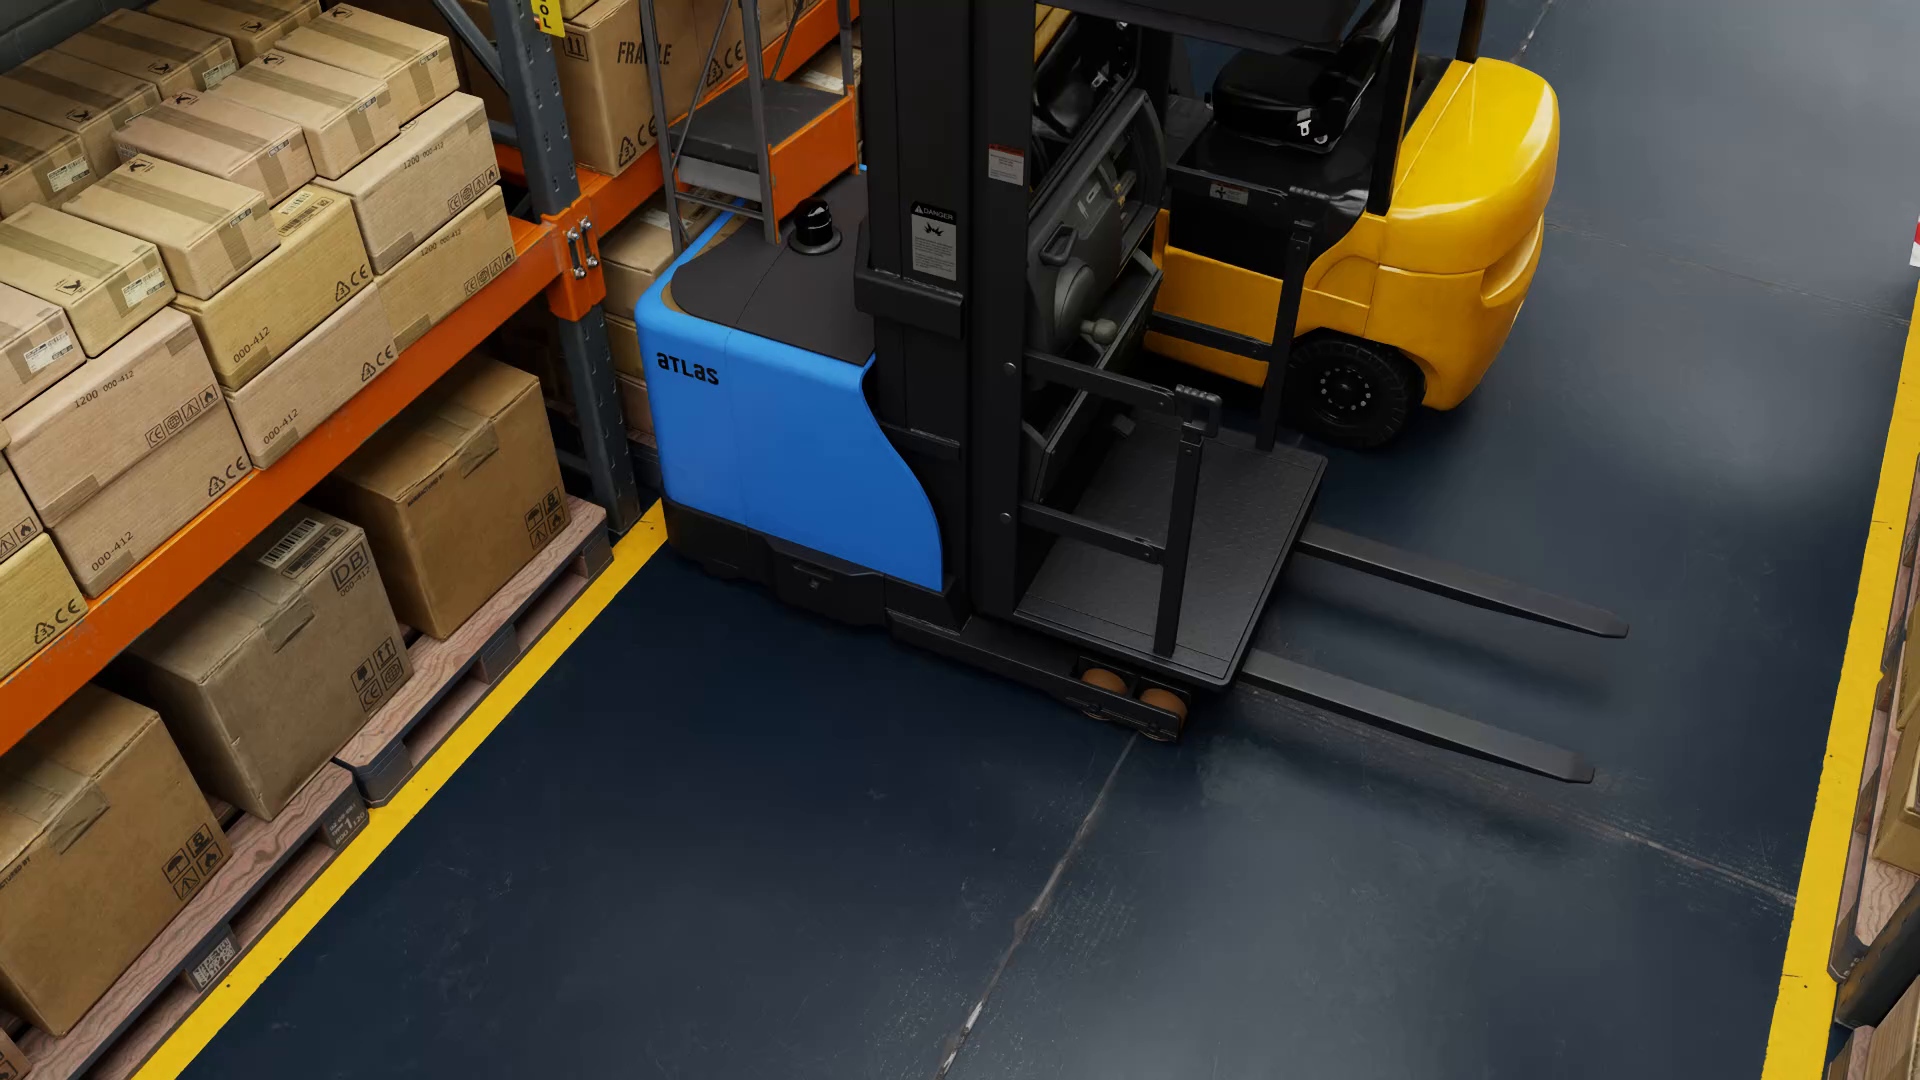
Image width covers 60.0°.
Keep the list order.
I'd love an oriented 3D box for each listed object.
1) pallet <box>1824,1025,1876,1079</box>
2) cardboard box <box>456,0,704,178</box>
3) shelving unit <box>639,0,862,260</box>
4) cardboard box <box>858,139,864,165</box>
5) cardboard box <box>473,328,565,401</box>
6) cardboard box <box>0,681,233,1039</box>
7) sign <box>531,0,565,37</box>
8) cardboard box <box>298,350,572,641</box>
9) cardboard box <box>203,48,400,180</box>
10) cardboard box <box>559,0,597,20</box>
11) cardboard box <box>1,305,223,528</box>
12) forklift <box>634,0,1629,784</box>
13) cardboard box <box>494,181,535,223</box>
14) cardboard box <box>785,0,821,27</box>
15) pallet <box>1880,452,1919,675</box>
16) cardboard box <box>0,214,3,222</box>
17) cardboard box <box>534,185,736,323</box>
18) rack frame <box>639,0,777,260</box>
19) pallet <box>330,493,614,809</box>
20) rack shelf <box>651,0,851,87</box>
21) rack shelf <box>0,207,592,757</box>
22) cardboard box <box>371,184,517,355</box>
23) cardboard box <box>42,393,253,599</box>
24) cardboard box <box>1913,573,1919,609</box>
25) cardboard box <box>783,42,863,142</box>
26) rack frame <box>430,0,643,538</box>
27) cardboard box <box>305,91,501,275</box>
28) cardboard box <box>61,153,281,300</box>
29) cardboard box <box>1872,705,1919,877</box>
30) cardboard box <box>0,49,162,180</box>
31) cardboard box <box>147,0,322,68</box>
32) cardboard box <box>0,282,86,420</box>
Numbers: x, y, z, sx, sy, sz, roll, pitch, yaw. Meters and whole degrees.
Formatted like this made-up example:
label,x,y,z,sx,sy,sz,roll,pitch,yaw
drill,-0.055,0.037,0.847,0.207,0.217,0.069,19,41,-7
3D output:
label,x,y,z,sx,sy,sz,roll,pitch,yaw
pallet,2.455,1.842,3.781,1.003,0.211,1.213,20,49,19
cardboard box,-1.146,-1.494,5.047,0.500,0.500,0.500,19,48,18
shelving unit,-0.623,-1.161,5.284,0.431,2.100,0.503,18,43,22
cardboard box,-0.610,-1.456,6.367,0.500,0.250,0.500,20,49,19
cardboard box,-1.537,-0.819,6.089,0.500,0.250,0.500,21,49,19
cardboard box,-2.530,0.714,4.309,0.875,0.625,0.625,19,48,17
sign,-1.098,-1.472,4.337,0.100,0.325,0.005,20,49,19
cardboard box,-1.816,-0.246,5.259,0.875,0.625,0.625,23,50,21
cardboard box,-1.649,-1.072,4.174,0.380,0.149,0.250,20,49,18
cardboard box,-1.203,-1.643,4.738,0.380,0.149,0.250,20,49,18
cardboard box,-2.060,-0.348,3.739,0.500,0.250,0.500,21,49,20
forklift,0.568,-0.845,4.524,3.031,2.935,1.130,18,48,17
cardboard box,-1.526,-1.172,5.734,0.500,0.250,0.500,21,49,20
cardboard box,-0.685,-2.147,5.693,0.500,0.500,0.500,20,49,19
pallet,3.660,0.145,5.458,1.003,0.211,1.213,20,49,19
cardboard box,-2.463,-0.753,3.859,0.380,0.149,0.250,20,49,19
cardboard box,-1.081,-0.999,5.564,0.500,0.250,0.500,20,49,18
rack frame,-0.740,-1.026,5.118,0.400,2.100,0.015,18,43,22
pallet,-1.891,0.192,5.412,1.003,0.211,1.213,20,49,19
rack shelf,-0.634,-1.696,4.854,0.431,0.518,0.480,18,43,22
rack shelf,-2.512,0.247,3.903,1.077,0.370,4.000,20,49,19
cardboard box,-1.586,-0.809,4.546,0.500,0.250,0.500,22,49,20
cardboard box,-2.072,-0.188,3.932,0.500,0.250,0.500,21,49,19
cardboard box,3.330,0.071,5.209,0.500,0.250,0.500,21,49,20
cardboard box,-0.614,-1.635,6.192,0.500,0.250,0.500,22,49,20
rack frame,-1.584,-1.266,4.892,1.000,3.000,0.127,20,49,19
cardboard box,-1.585,-0.995,4.378,0.500,0.250,0.500,19,48,18
cardboard box,-1.814,-0.725,3.832,0.380,0.149,0.250,19,48,18
cardboard box,2.851,0.729,4.559,0.500,0.250,0.500,23,50,21
cardboard box,-2.224,-1.069,4.172,0.380,0.149,0.250,20,49,19
cardboard box,-1.937,-1.378,4.477,0.380,0.149,0.250,19,48,18
cardboard box,-2.112,-0.426,3.535,0.380,0.149,0.250,21,49,19
